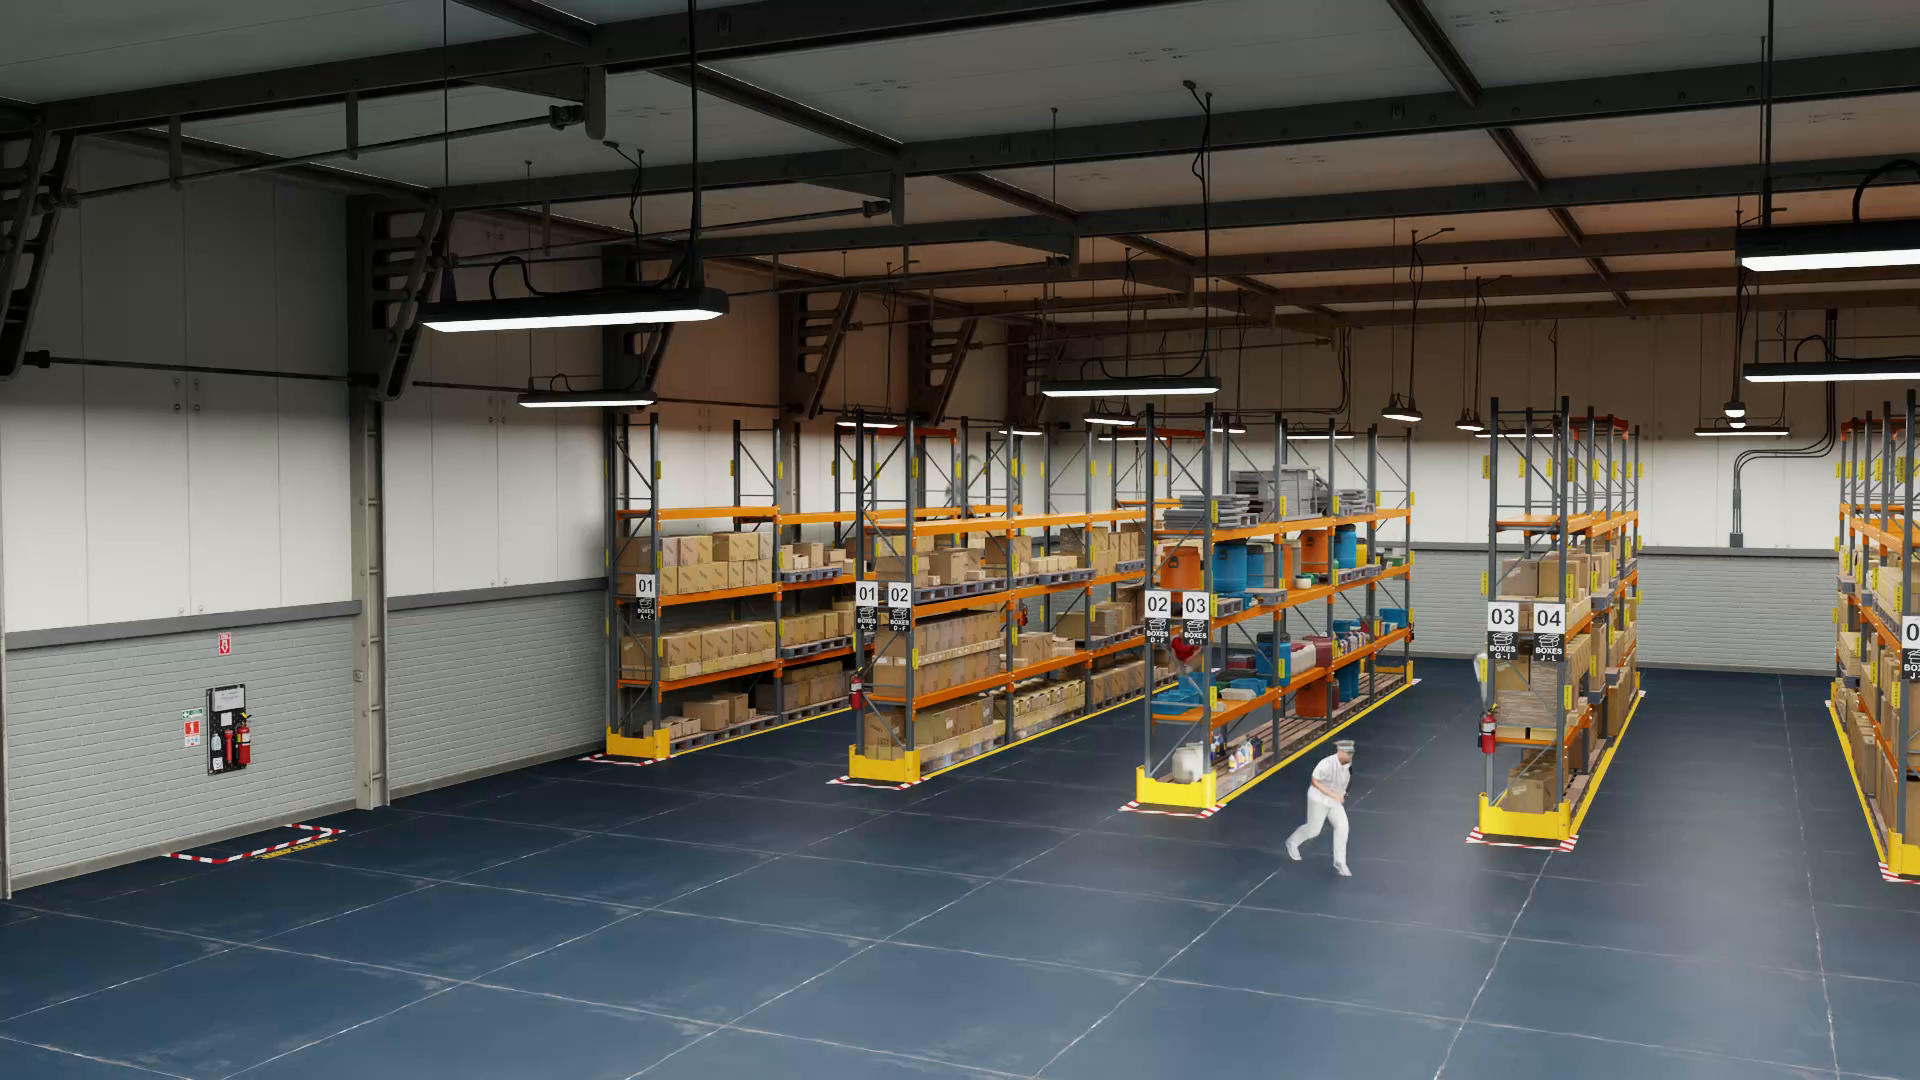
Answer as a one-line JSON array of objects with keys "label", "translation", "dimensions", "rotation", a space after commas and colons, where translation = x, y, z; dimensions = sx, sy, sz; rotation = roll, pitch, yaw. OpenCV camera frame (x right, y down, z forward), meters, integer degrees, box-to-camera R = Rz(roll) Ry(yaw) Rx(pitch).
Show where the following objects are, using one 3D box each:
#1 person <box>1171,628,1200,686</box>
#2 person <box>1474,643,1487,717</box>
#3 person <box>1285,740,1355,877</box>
[{"label": "person", "translation": [4.854, 2.698, 35.724], "dimensions": [0.660, 1.671, 0.802], "rotation": [1, 3, 20]}, {"label": "person", "translation": [10.353, 2.814, 32.483], "dimensions": [0.617, 1.684, 1.038], "rotation": [1, 3, 19]}, {"label": "person", "translation": [4.523, 3.313, 20.873], "dimensions": [0.703, 1.720, 1.022], "rotation": [-2, 3, -41]}]
